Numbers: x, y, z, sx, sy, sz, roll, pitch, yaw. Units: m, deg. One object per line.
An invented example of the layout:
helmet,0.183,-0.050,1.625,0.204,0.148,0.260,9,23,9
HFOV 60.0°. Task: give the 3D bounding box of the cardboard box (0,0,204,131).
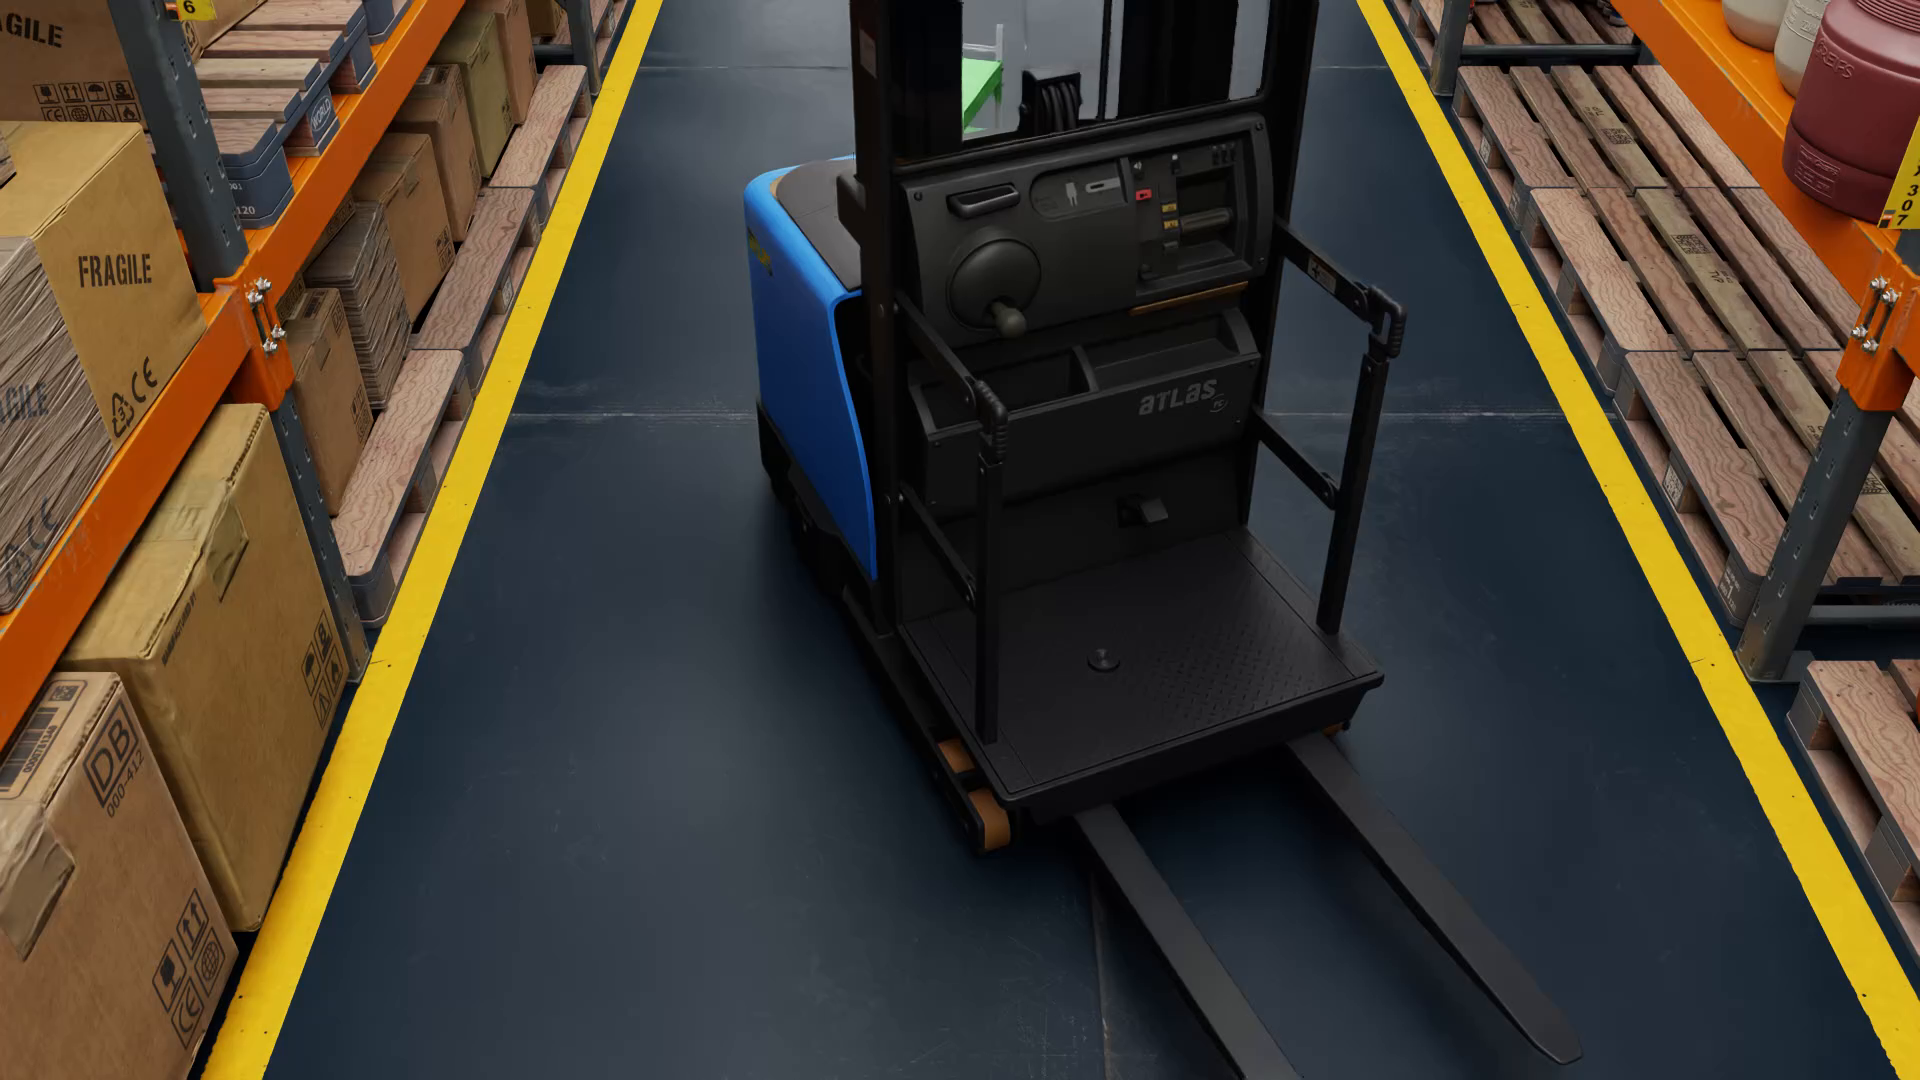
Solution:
cardboard box,-2.247,-1.334,4.100,0.500,0.500,0.500,-5,39,-6

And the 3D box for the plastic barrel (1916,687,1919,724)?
plastic barrel,2.764,0.192,4.012,0.600,0.830,0.708,0,39,0

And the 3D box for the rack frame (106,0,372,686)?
rack frame,-2.207,-0.794,3.842,1.000,3.000,0.127,0,39,0

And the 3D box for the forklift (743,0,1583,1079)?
forklift,0.407,-0.657,3.726,1.130,2.935,3.031,-15,41,-18

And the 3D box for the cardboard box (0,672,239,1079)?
cardboard box,-2.234,0.861,3.141,1.225,0.875,0.875,0,39,0

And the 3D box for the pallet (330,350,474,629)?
pallet,-2.206,-0.194,5.324,1.003,0.211,1.213,0,39,0

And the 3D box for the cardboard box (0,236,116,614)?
cardboard box,-1.964,-0.212,3.037,0.500,0.500,0.500,0,39,0

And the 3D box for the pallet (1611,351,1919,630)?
pallet,2.784,-0.194,5.323,1.003,0.211,1.213,0,39,0

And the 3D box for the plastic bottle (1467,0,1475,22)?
plastic bottle,2.429,-2.605,7.988,0.097,0.201,0.097,0,39,0

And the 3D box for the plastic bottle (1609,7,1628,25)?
plastic bottle,3.180,-2.605,7.932,0.097,0.271,0.097,0,39,0

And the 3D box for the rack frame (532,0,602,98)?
rack frame,-2.211,-3.295,6.963,1.000,3.000,0.127,0,39,0

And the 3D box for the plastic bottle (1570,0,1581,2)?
plastic bottle,3.045,-2.812,8.180,0.061,0.283,0.133,0,39,0

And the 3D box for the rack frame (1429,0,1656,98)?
rack frame,2.742,-3.299,6.968,1.000,3.000,0.127,0,39,0

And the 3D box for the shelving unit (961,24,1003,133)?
shelving unit,-0.053,-1.088,5.648,0.258,1.200,0.503,11,40,14

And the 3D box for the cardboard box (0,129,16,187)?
cardboard box,-2.222,-0.767,2.926,0.797,0.503,0.637,1,39,1

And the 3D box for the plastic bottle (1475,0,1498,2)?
plastic bottle,2.597,-2.839,8.161,0.144,0.351,0.185,0,39,0

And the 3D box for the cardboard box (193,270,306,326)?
cardboard box,-2.238,-0.702,4.774,0.500,0.250,0.500,1,39,2

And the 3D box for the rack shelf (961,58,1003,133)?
rack shelf,-0.053,-1.412,5.388,0.258,0.148,0.480,11,40,14

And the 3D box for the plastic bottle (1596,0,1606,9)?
plastic bottle,3.179,-2.705,8.113,0.097,0.201,0.097,0,39,0

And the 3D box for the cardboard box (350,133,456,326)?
cardboard box,-2.249,-1.110,5.884,0.700,0.500,0.500,3,39,4

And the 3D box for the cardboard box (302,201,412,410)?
cardboard box,-2.241,-0.756,5.441,0.700,0.500,0.500,-3,39,-4

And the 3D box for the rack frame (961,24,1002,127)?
rack frame,0.021,-1.233,5.829,0.240,1.200,0.015,11,40,14

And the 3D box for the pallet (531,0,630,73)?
pallet,-2.248,-2.627,8.359,1.003,0.211,1.213,0,39,0

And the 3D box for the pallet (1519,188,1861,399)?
pallet,2.786,-0.955,6.272,1.003,0.211,1.213,0,39,0

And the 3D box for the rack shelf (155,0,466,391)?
rack shelf,-2.209,-1.764,5.627,1.077,0.370,4.000,0,39,0

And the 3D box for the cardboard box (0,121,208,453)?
cardboard box,-1.958,-0.524,3.426,0.500,0.500,0.500,1,39,1

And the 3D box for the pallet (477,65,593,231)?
pallet,-2.209,-1.720,7.228,1.003,0.211,1.213,0,39,0

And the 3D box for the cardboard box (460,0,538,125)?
cardboard box,-2.232,-2.107,7.128,0.700,0.500,0.500,-3,39,-4

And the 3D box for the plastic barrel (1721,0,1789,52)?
plastic barrel,2.531,-1.747,4.942,0.421,0.512,0.421,0,39,0

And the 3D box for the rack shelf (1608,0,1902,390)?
rack shelf,2.744,-1.767,5.632,1.077,0.370,4.000,0,39,0

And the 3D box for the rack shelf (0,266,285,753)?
rack shelf,-2.205,0.738,2.506,1.077,0.370,4.000,0,39,0

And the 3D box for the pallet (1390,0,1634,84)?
pallet,2.782,-2.631,8.364,1.003,0.211,1.213,0,39,0

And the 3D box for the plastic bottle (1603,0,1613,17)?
plastic bottle,3.179,-2.641,8.033,0.097,0.201,0.097,0,39,0

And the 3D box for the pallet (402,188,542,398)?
pallet,-2.205,-0.955,6.273,1.003,0.211,1.213,0,39,0

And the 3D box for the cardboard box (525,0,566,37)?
cardboard box,-2.172,-2.734,7.926,0.500,0.500,0.500,-1,39,-1

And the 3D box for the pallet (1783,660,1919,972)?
pallet,2.789,0.784,4.103,1.003,0.211,1.213,0,39,0

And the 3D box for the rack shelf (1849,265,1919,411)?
rack shelf,2.748,0.734,2.510,1.077,0.370,4.000,0,39,0

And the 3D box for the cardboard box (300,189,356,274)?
cardboard box,-2.248,-1.033,5.188,0.500,0.250,0.500,4,39,5

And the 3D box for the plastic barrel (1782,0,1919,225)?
plastic barrel,2.443,-1.140,4.165,0.600,0.536,0.708,0,39,0

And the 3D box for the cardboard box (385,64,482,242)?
cardboard box,-2.249,-1.459,6.319,0.700,0.500,0.500,-3,39,-4

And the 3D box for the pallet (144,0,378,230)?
pallet,-2.314,-1.164,4.458,1.213,0.211,1.003,0,39,0

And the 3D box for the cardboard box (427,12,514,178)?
cardboard box,-2.251,-1.809,6.756,0.700,0.500,0.500,0,39,0

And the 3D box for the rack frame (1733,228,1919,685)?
rack frame,2.746,-0.797,3.846,1.000,3.000,0.127,0,39,0

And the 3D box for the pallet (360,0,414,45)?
pallet,-2.250,-1.957,5.446,1.003,0.211,1.213,0,39,0

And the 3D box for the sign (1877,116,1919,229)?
sign,2.196,-0.856,3.789,0.100,0.325,0.005,0,39,0

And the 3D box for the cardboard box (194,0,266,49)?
cardboard box,-2.348,-1.683,4.536,0.700,0.500,0.500,5,39,7

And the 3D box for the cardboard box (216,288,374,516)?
cardboard box,-2.228,-0.409,5.009,0.700,0.500,0.500,-2,39,-2

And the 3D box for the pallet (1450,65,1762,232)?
pallet,2.781,-1.719,7.227,1.003,0.211,1.213,0,39,0

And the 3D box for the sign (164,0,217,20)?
sign,-1.652,-1.248,3.483,0.100,0.325,0.005,0,39,0

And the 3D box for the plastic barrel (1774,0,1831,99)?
plastic barrel,2.531,-1.484,4.614,0.421,0.512,0.421,0,39,0

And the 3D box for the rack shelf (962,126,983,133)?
rack shelf,-0.053,-1.225,5.538,0.258,0.148,0.480,11,40,14

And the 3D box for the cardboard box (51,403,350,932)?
cardboard box,-2.227,0.303,3.836,1.225,0.875,0.875,-2,39,-2
